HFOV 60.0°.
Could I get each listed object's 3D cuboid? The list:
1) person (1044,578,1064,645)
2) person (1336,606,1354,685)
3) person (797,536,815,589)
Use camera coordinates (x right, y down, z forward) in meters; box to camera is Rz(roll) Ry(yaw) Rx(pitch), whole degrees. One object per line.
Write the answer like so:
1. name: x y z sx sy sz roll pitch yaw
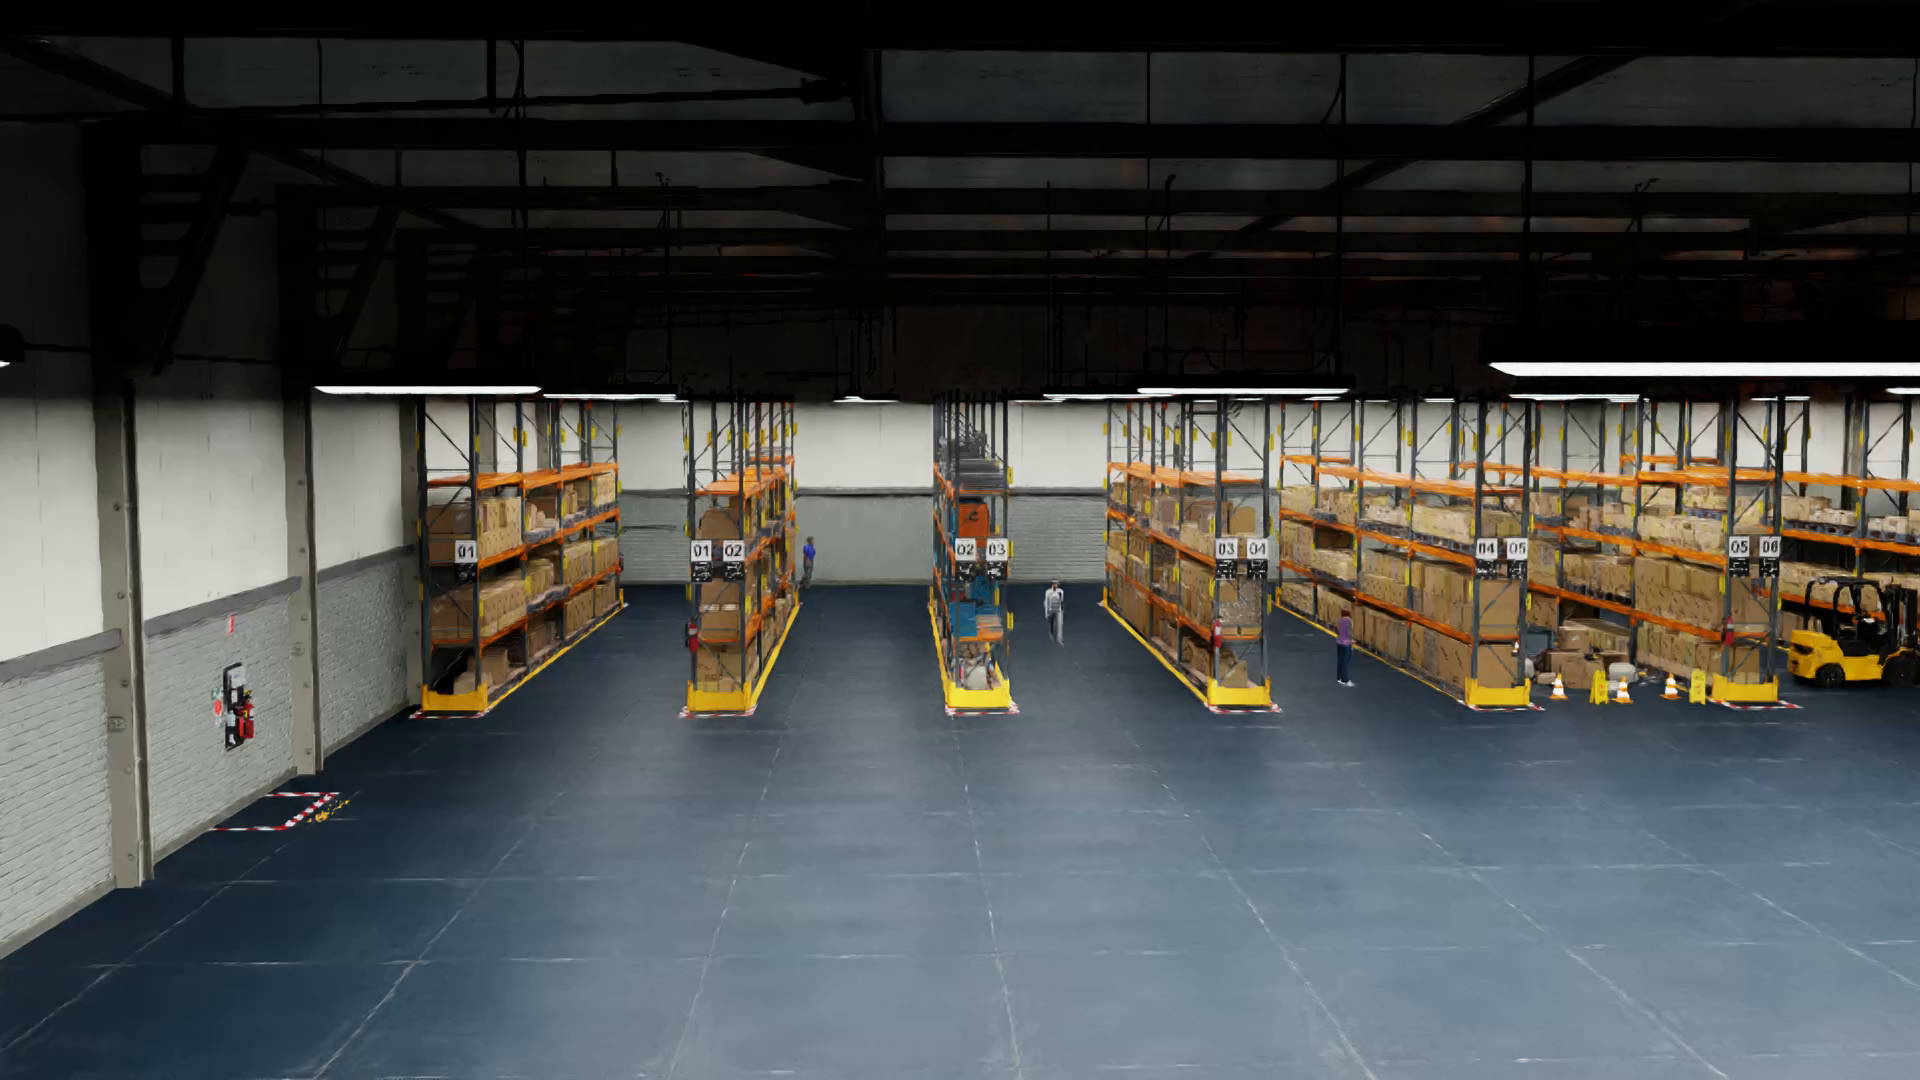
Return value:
1. person: 2.251 1.677 39.654 0.495 1.589 1.086 0 5 0
2. person: 7.873 2.153 33.920 0.406 1.589 0.468 -3 6 -32
3. person: -4.747 0.698 51.415 0.440 1.651 0.626 3 5 32
